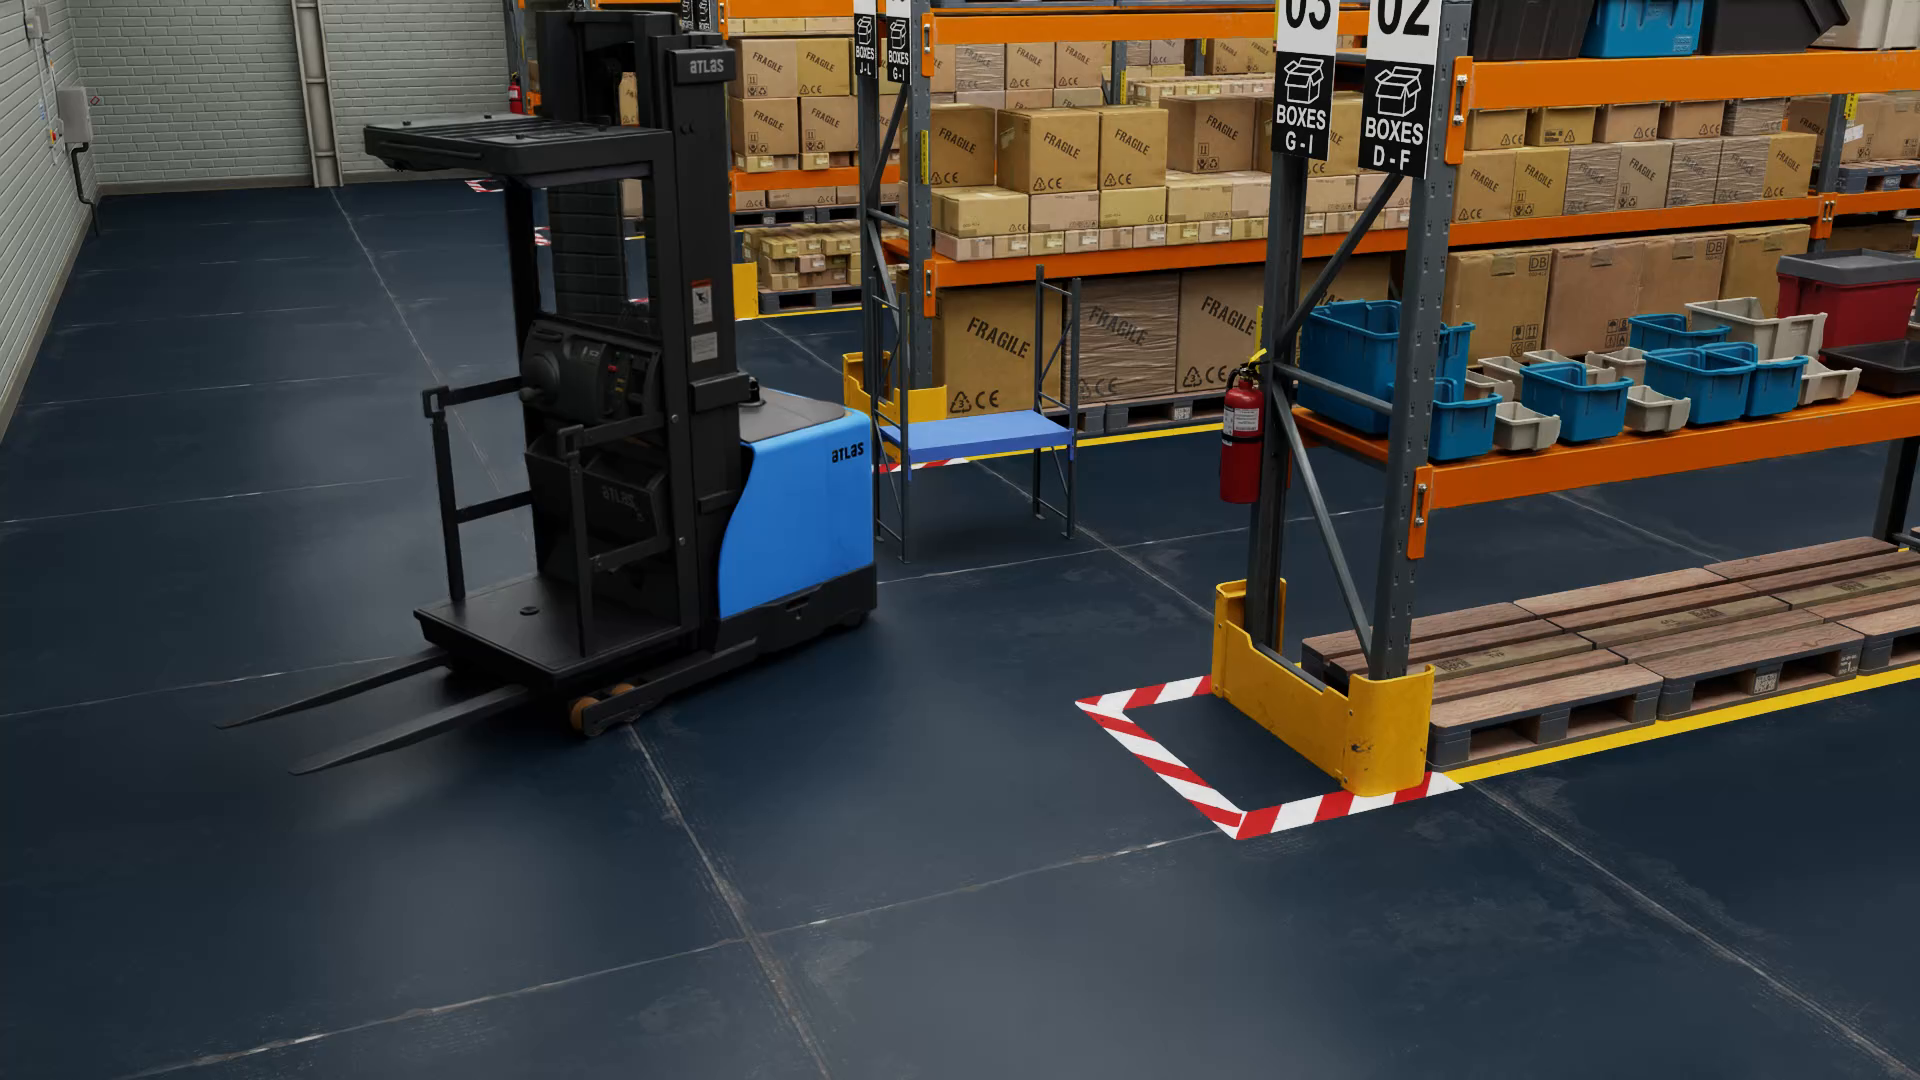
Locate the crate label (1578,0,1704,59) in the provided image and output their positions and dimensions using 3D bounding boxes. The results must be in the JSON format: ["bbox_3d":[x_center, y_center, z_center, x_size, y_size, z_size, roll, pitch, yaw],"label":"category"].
[{"bbox_3d":[2.503,-1.959,6.278,0.502,0.251,0.408,-8,21,-22],"label":"crate label"}]

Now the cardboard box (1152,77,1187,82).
[{"bbox_3d":[2.143,-4.696,17.193,0.250,0.149,0.380,-9,21,-24],"label":"cardboard box"}]

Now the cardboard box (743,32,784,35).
[{"bbox_3d":[-2.407,-5.826,19.895,0.500,0.500,0.500,-8,21,-22],"label":"cardboard box"}]

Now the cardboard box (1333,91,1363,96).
[{"bbox_3d":[2.698,-3.067,12.364,0.500,0.500,0.500,-8,21,-22],"label":"cardboard box"}]

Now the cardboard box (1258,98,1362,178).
[{"bbox_3d":[2.461,-2.845,11.735,0.500,0.500,0.500,-8,21,-21],"label":"cardboard box"}]

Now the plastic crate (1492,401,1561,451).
[{"bbox_3d":[2.212,-0.445,6.576,0.298,0.136,0.250,-8,21,-22],"label":"plastic crate"}]

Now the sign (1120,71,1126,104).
[{"bbox_3d":[1.589,-4.398,16.193,0.005,0.325,0.100,-8,21,-22],"label":"sign"}]

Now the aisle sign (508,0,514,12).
[{"bbox_3d":[-6.275,-7.765,23.145,0.004,0.787,0.394,-8,21,-22],"label":"aisle sign"}]

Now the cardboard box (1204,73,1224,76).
[{"bbox_3d":[3.358,-6.242,22.481,0.250,0.149,0.380,-9,22,-25],"label":"cardboard box"}]

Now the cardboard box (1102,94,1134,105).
[{"bbox_3d":[1.654,-4.487,17.047,0.250,0.149,0.380,-7,21,-20],"label":"cardboard box"}]

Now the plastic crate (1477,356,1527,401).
[{"bbox_3d":[2.477,-0.692,7.278,0.243,0.136,0.396,-8,21,-22],"label":"plastic crate"}]

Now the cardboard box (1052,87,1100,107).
[{"bbox_3d":[1.035,-4.192,16.313,0.500,0.500,0.500,-8,21,-22],"label":"cardboard box"}]

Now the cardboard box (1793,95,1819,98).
[{"bbox_3d":[10.085,-5.444,20.241,0.550,0.550,0.875,-8,21,-22],"label":"cardboard box"}]

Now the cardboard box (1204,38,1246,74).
[{"bbox_3d":[3.491,-6.551,22.380,0.500,0.500,0.500,-9,21,-23],"label":"cardboard box"}]

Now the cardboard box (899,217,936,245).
[{"bbox_3d":[-0.237,-2.131,11.436,0.250,0.149,0.380,-8,21,-21],"label":"cardboard box"}]

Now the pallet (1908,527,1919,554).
[{"bbox_3d":[5.926,0.108,8.896,1.213,0.211,1.003,-8,21,-22],"label":"pallet"}]

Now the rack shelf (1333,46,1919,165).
[{"bbox_3d":[3.364,-1.931,7.055,4.000,0.370,1.077,-8,21,-22],"label":"rack shelf"}]

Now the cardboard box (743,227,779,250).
[{"bbox_3d":[-1.920,-2.909,16.032,0.250,0.149,0.380,-8,21,-21],"label":"cardboard box"}]

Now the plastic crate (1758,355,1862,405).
[{"bbox_3d":[3.721,-0.701,7.304,0.466,0.136,0.293,-8,21,-22],"label":"plastic crate"}]

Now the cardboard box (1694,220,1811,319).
[{"bbox_3d":[6.270,-2.266,14.009,0.875,0.875,1.225,-9,21,-24],"label":"cardboard box"}]

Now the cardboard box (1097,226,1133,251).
[{"bbox_3d":[0.966,-2.066,11.250,0.250,0.149,0.380,-9,21,-23],"label":"cardboard box"}]

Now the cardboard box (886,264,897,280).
[{"bbox_3d":[-0.790,-2.610,16.078,0.250,0.149,0.380,-8,21,-22],"label":"cardboard box"}]

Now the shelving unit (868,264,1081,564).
[{"bbox_3d":[0.078,-0.719,9.305,1.048,1.500,0.538,-8,21,-22],"label":"shelving unit"}]

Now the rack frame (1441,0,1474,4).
[{"bbox_3d":[1.528,-3.422,5.690,0.127,3.000,1.000,-8,21,-22],"label":"rack frame"}]

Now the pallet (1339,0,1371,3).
[{"bbox_3d":[2.484,-3.897,11.691,1.213,0.211,1.003,-8,21,-22],"label":"pallet"}]

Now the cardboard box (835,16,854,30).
[{"bbox_3d":[-1.361,-6.306,20.283,0.250,0.149,0.380,-8,21,-22],"label":"cardboard box"}]

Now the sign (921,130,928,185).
[{"bbox_3d":[-0.220,-2.378,10.337,0.005,0.325,0.100,-8,21,-22],"label":"sign"}]

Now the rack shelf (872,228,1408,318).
[{"bbox_3d":[1.403,-2.026,11.843,4.000,0.370,1.077,-8,21,-22],"label":"rack shelf"}]

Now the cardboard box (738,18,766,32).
[{"bbox_3d":[-2.483,-6.103,19.705,0.250,0.149,0.380,-9,21,-23],"label":"cardboard box"}]

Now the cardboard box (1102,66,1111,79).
[{"bbox_3d":[1.711,-6.059,21.685,0.500,0.250,0.500,-9,21,-23],"label":"cardboard box"}]

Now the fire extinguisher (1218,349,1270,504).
[{"bbox_3d":[1.210,-0.498,7.099,0.183,0.674,0.296,-8,21,-22],"label":"fire extinguisher"}]

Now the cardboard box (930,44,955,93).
[{"bbox_3d":[-0.375,-4.463,15.578,0.500,0.500,0.500,-9,21,-24],"label":"cardboard box"}]

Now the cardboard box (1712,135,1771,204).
[{"bbox_3d":[6.097,-2.998,13.368,0.500,0.500,0.500,-8,21,-22],"label":"cardboard box"}]

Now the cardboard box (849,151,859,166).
[{"bbox_3d":[-0.950,-3.622,15.669,0.250,0.149,0.380,-8,21,-22],"label":"cardboard box"}]

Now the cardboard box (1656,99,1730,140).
[{"bbox_3d":[5.635,-3.499,13.282,0.637,0.503,0.797,-8,21,-21],"label":"cardboard box"}]

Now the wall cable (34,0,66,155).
[{"bbox_3d":[-10.100,-5.286,18.488,0.122,1.984,0.588,-8,21,-22],"label":"wall cable"}]

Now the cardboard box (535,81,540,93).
[{"bbox_3d":[-5.918,-6.479,23.784,0.250,0.149,0.380,-8,21,-22],"label":"cardboard box"}]

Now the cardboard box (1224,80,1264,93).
[{"bbox_3d":[2.866,-4.564,16.817,0.250,0.149,0.380,-8,21,-22],"label":"cardboard box"}]

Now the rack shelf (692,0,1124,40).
[{"bbox_3d":[-0.469,-4.967,15.678,4.000,0.370,1.077,-8,21,-22],"label":"rack shelf"}]

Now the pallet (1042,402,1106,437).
[{"bbox_3d":[0.269,-0.916,11.806,1.213,0.211,1.003,-8,21,-22],"label":"pallet"}]

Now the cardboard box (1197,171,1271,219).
[{"bbox_3d":[1.995,-2.424,11.668,0.500,0.250,0.500,-8,21,-21],"label":"cardboard box"}]

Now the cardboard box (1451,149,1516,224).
[{"bbox_3d":[3.760,-2.660,12.410,0.500,0.500,0.500,-8,21,-22],"label":"cardboard box"}]

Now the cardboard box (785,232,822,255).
[{"bbox_3d":[-1.485,-2.800,15.723,0.250,0.149,0.380,-8,21,-21],"label":"cardboard box"}]

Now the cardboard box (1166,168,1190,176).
[{"bbox_3d":[1.316,-2.520,11.940,0.500,0.250,0.500,-8,21,-22],"label":"cardboard box"}]

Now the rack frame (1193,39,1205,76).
[{"bbox_3d":[2.986,-6.177,22.548,0.127,3.000,1.000,-8,21,-22],"label":"rack frame"}]

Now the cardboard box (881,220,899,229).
[{"bbox_3d":[-0.706,-3.065,16.476,0.250,0.149,0.380,-9,21,-24],"label":"cardboard box"}]

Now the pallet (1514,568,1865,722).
[{"bbox_3d":[3.419,0.467,7.876,1.213,0.211,1.003,-8,21,-22],"label":"pallet"}]

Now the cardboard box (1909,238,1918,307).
[{"bbox_3d":[8.541,-2.431,15.011,0.500,0.500,0.700,-6,20,-17],"label":"cardboard box"}]

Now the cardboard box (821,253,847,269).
[{"bbox_3d":[-1.259,-2.690,15.859,0.250,0.149,0.380,-8,21,-21],"label":"cardboard box"}]

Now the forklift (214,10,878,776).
[{"bbox_3d":[-1.770,-0.729,7.178,1.130,2.935,3.031,16,25,39],"label":"forklift"}]

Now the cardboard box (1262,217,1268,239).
[{"bbox_3d":[2.144,-2.235,11.730,0.250,0.149,0.380,-8,21,-21],"label":"cardboard box"}]

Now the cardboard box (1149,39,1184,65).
[{"bbox_3d":[2.615,-6.548,21.946,0.500,0.500,0.500,-9,21,-23],"label":"cardboard box"}]

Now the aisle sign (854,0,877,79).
[{"bbox_3d":[-0.619,-3.411,10.778,0.004,0.787,0.394,-8,21,-22],"label":"aisle sign"}]

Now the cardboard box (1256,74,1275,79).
[{"bbox_3d":[3.333,-4.866,17.675,0.250,0.149,0.380,-7,21,-20],"label":"cardboard box"}]

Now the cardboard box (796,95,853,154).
[{"bbox_3d":[-1.303,-3.869,15.394,0.500,0.500,0.500,-8,21,-22],"label":"cardboard box"}]

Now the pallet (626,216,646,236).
[{"bbox_3d":[-3.656,-3.938,20.389,1.213,0.211,1.003,-8,21,-22],"label":"pallet"}]

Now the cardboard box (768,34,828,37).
[{"bbox_3d":[-1.519,-4.490,15.654,0.500,0.500,0.500,-9,21,-24],"label":"cardboard box"}]
